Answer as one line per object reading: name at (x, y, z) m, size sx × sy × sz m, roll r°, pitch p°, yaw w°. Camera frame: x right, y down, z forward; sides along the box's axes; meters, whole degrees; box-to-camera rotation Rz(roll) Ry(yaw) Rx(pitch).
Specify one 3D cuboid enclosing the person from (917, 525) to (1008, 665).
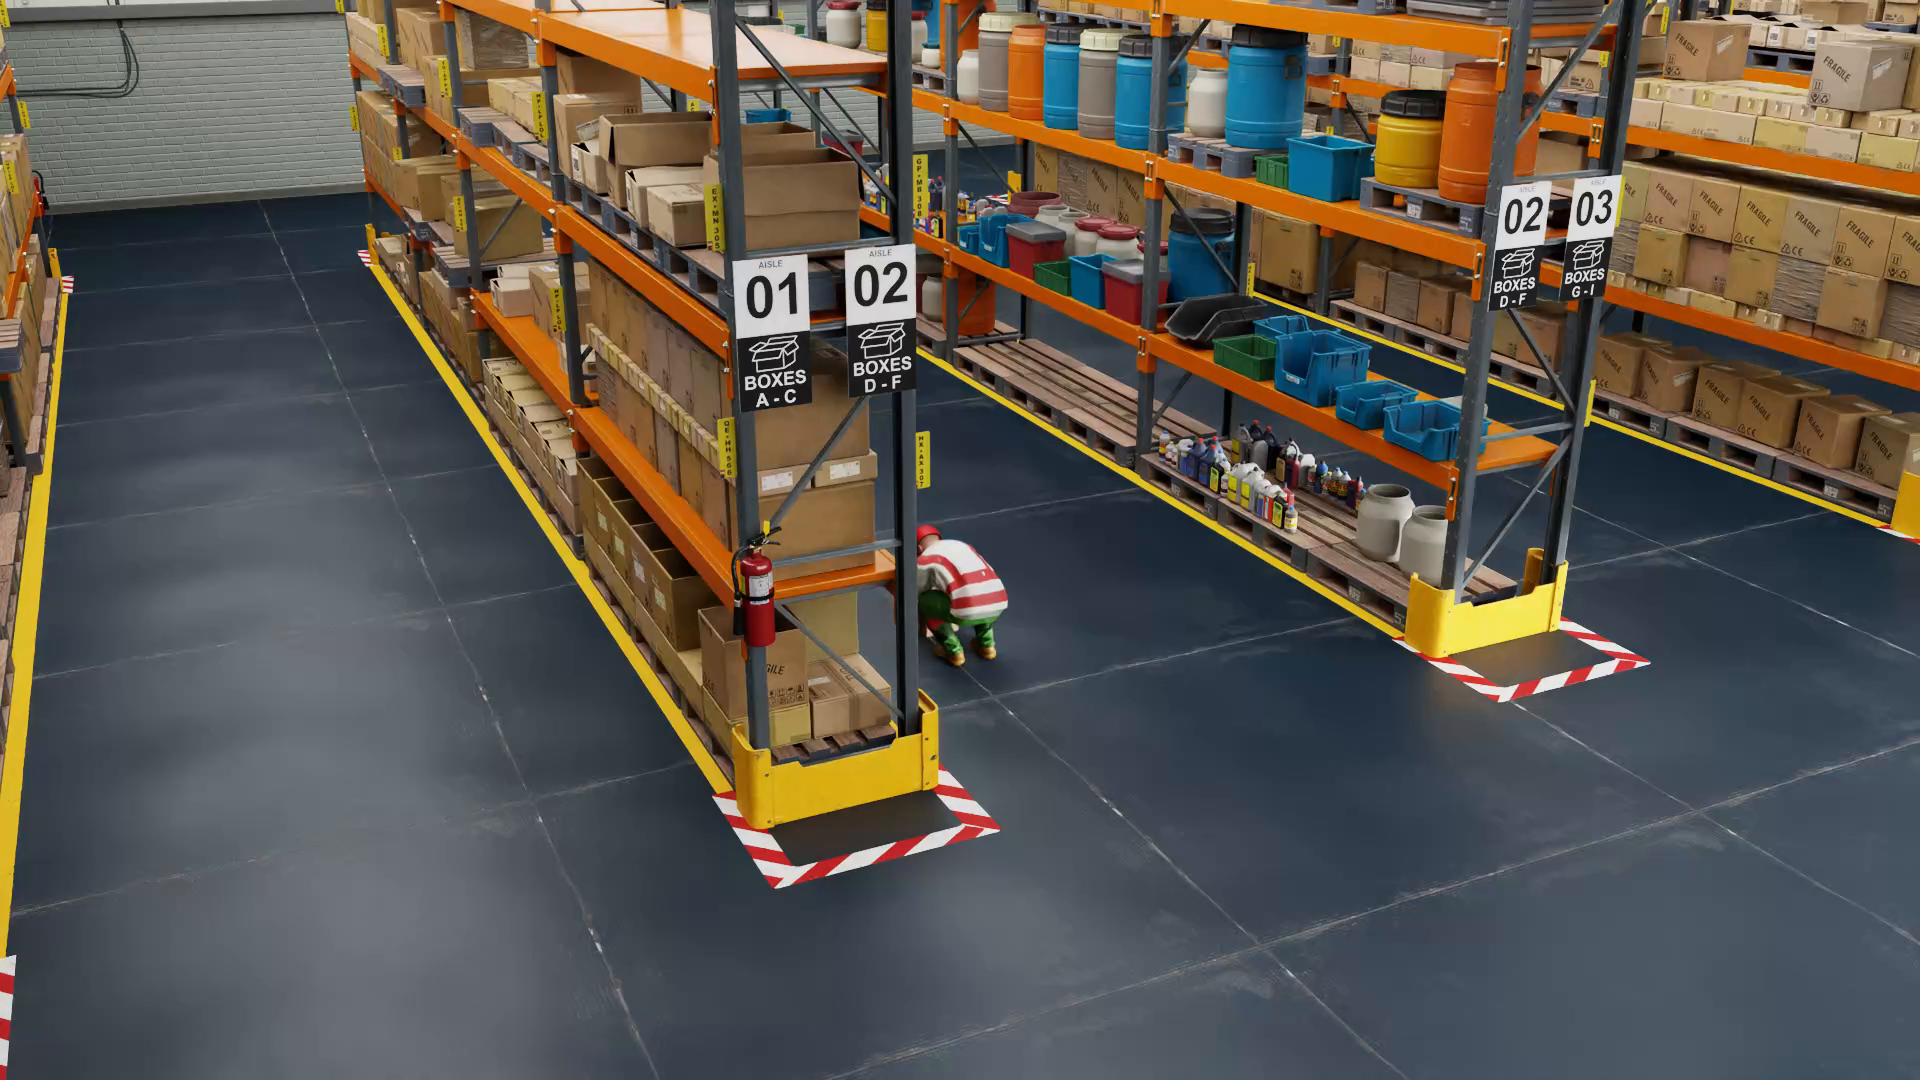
person at (-0.037, 0.413, 11.445) m, size 0.538 × 0.862 × 0.931 m, roll -11°, pitch 24°, yaw -25°
